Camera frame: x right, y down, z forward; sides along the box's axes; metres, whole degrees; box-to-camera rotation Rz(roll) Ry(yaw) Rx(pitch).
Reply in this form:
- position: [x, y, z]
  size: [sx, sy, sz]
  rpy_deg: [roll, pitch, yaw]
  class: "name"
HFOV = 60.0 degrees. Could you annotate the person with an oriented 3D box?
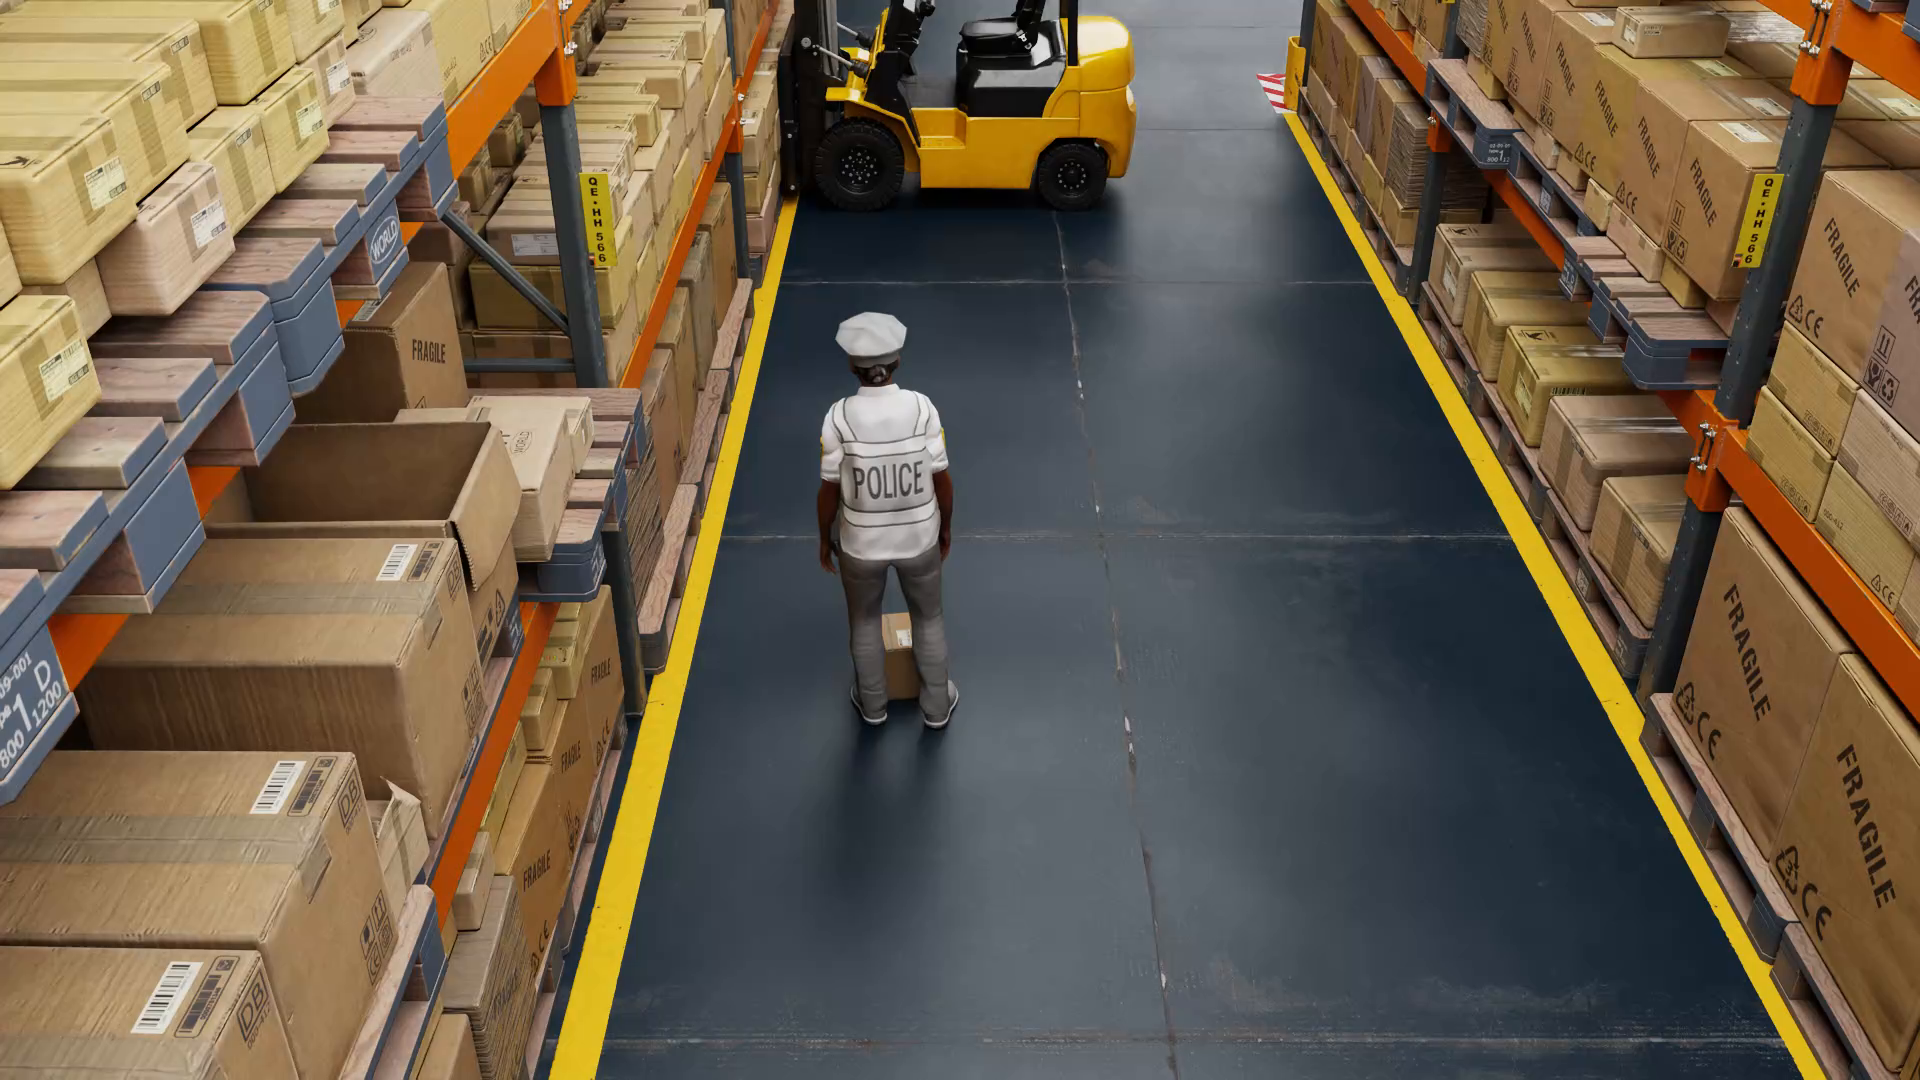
- position: [-0.261, -0.019, 6.163]
  size: [0.532, 1.663, 0.423]
  rpy_deg: [-5, 32, -7]
  class: "person"
